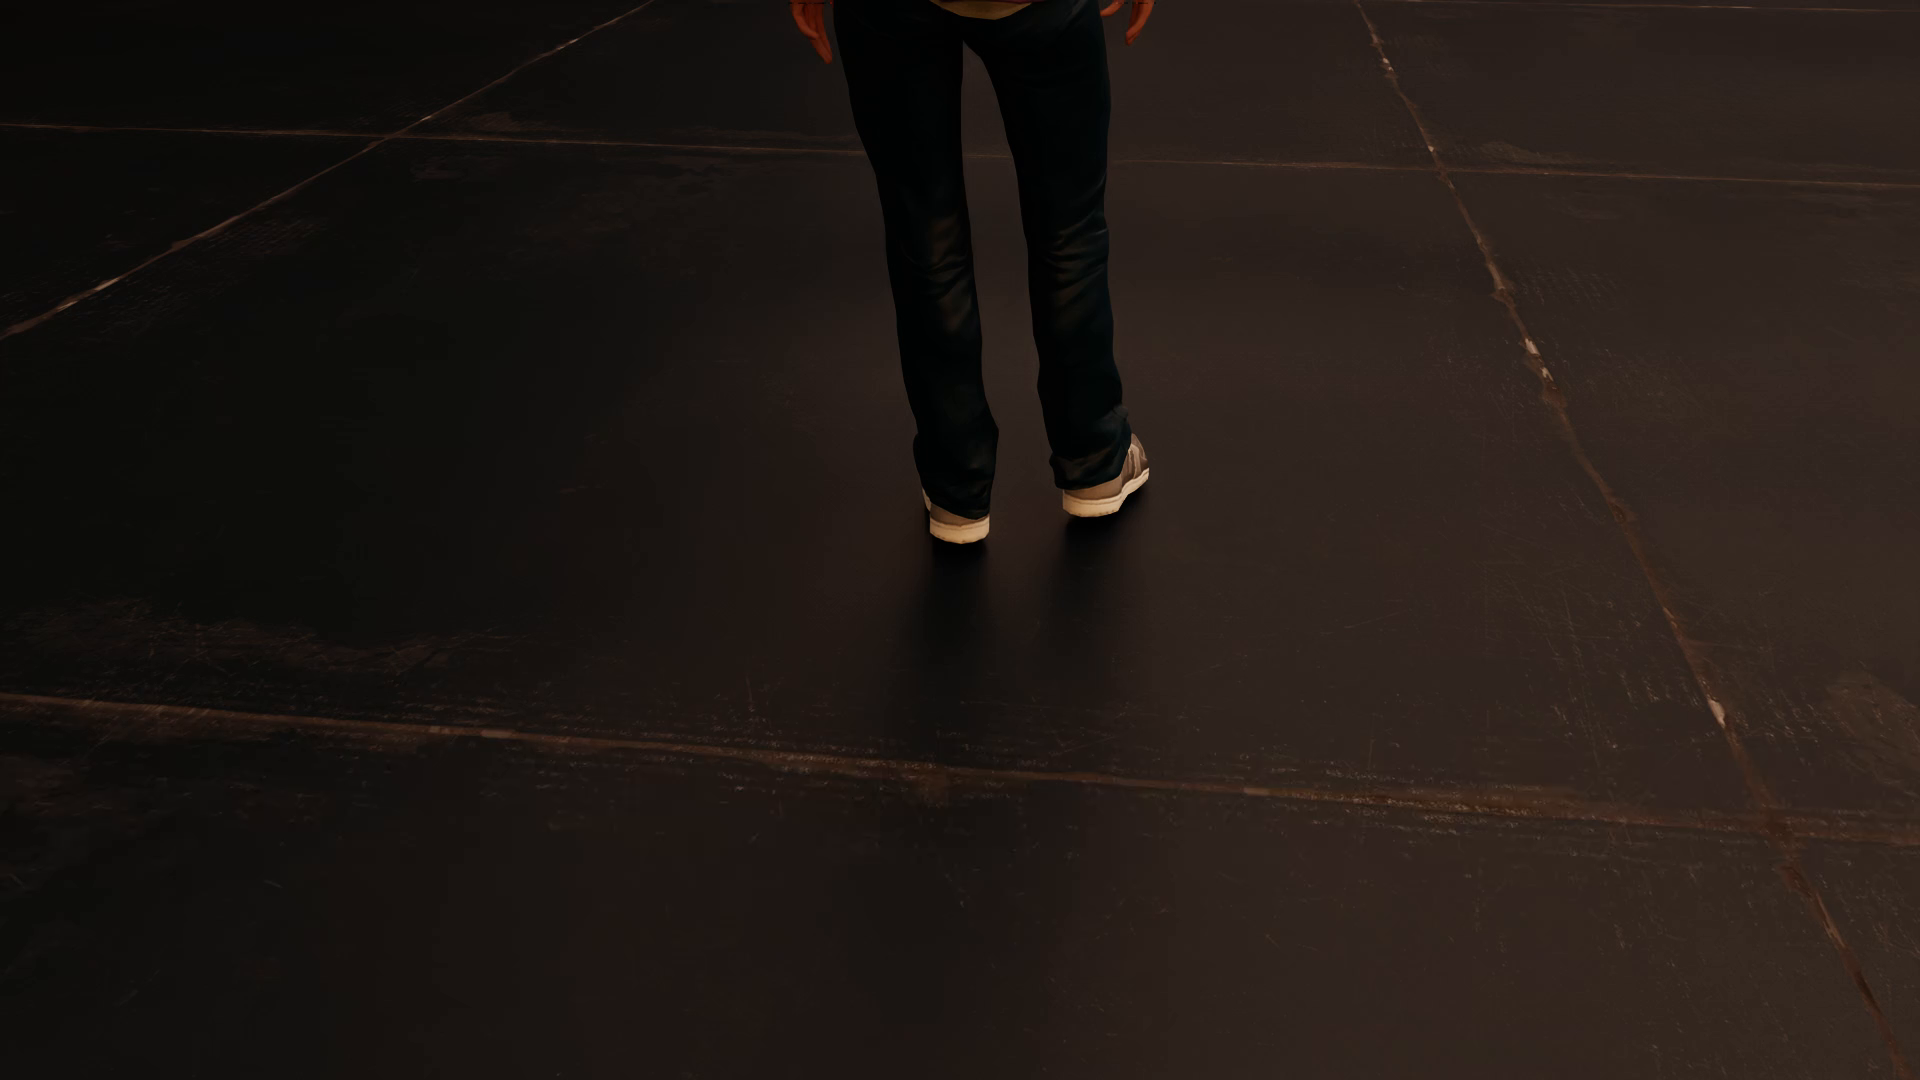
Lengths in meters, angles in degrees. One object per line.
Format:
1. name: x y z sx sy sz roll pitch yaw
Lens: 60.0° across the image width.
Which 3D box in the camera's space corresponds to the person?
1. person: 0.023 -0.753 2.205 0.521 1.599 0.473 3 27 7
